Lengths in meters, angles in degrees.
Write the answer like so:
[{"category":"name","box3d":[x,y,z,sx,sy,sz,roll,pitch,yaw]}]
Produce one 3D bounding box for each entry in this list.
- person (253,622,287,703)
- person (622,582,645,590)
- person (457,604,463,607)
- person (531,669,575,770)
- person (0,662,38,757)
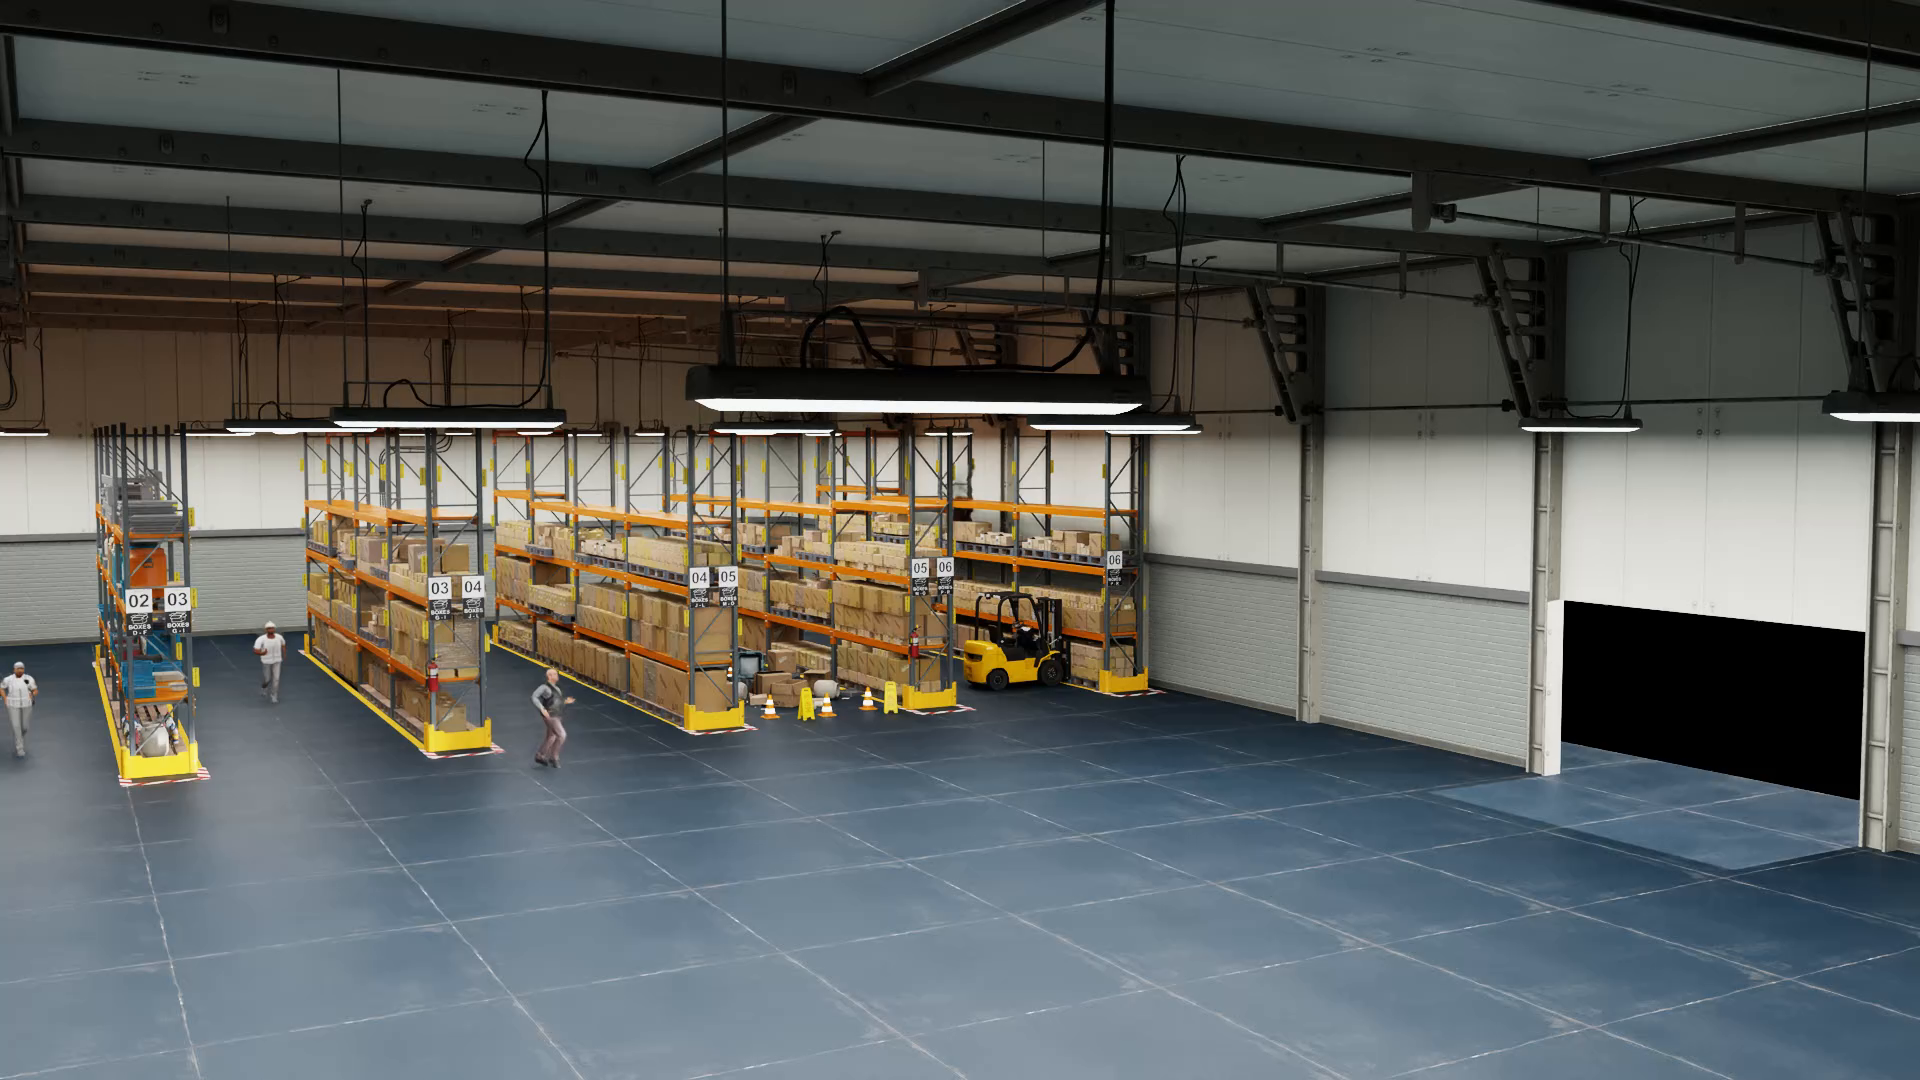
[{"category":"person","box3d":[-15.002,2.653,36.203,0.713,1.742,0.859,-2,4,-35]},{"category":"person","box3d":[-9.859,1.757,50.204,1.083,1.758,0.739,-2,4,-25]},{"category":"person","box3d":[-14.182,2.078,47.289,0.715,1.587,0.611,2,4,32]},{"category":"person","box3d":[-7.084,3.122,28.937,0.756,1.768,0.635,1,4,11]},{"category":"person","box3d":[-17.170,3.059,30.364,0.607,1.675,0.916,-3,4,-37]}]
